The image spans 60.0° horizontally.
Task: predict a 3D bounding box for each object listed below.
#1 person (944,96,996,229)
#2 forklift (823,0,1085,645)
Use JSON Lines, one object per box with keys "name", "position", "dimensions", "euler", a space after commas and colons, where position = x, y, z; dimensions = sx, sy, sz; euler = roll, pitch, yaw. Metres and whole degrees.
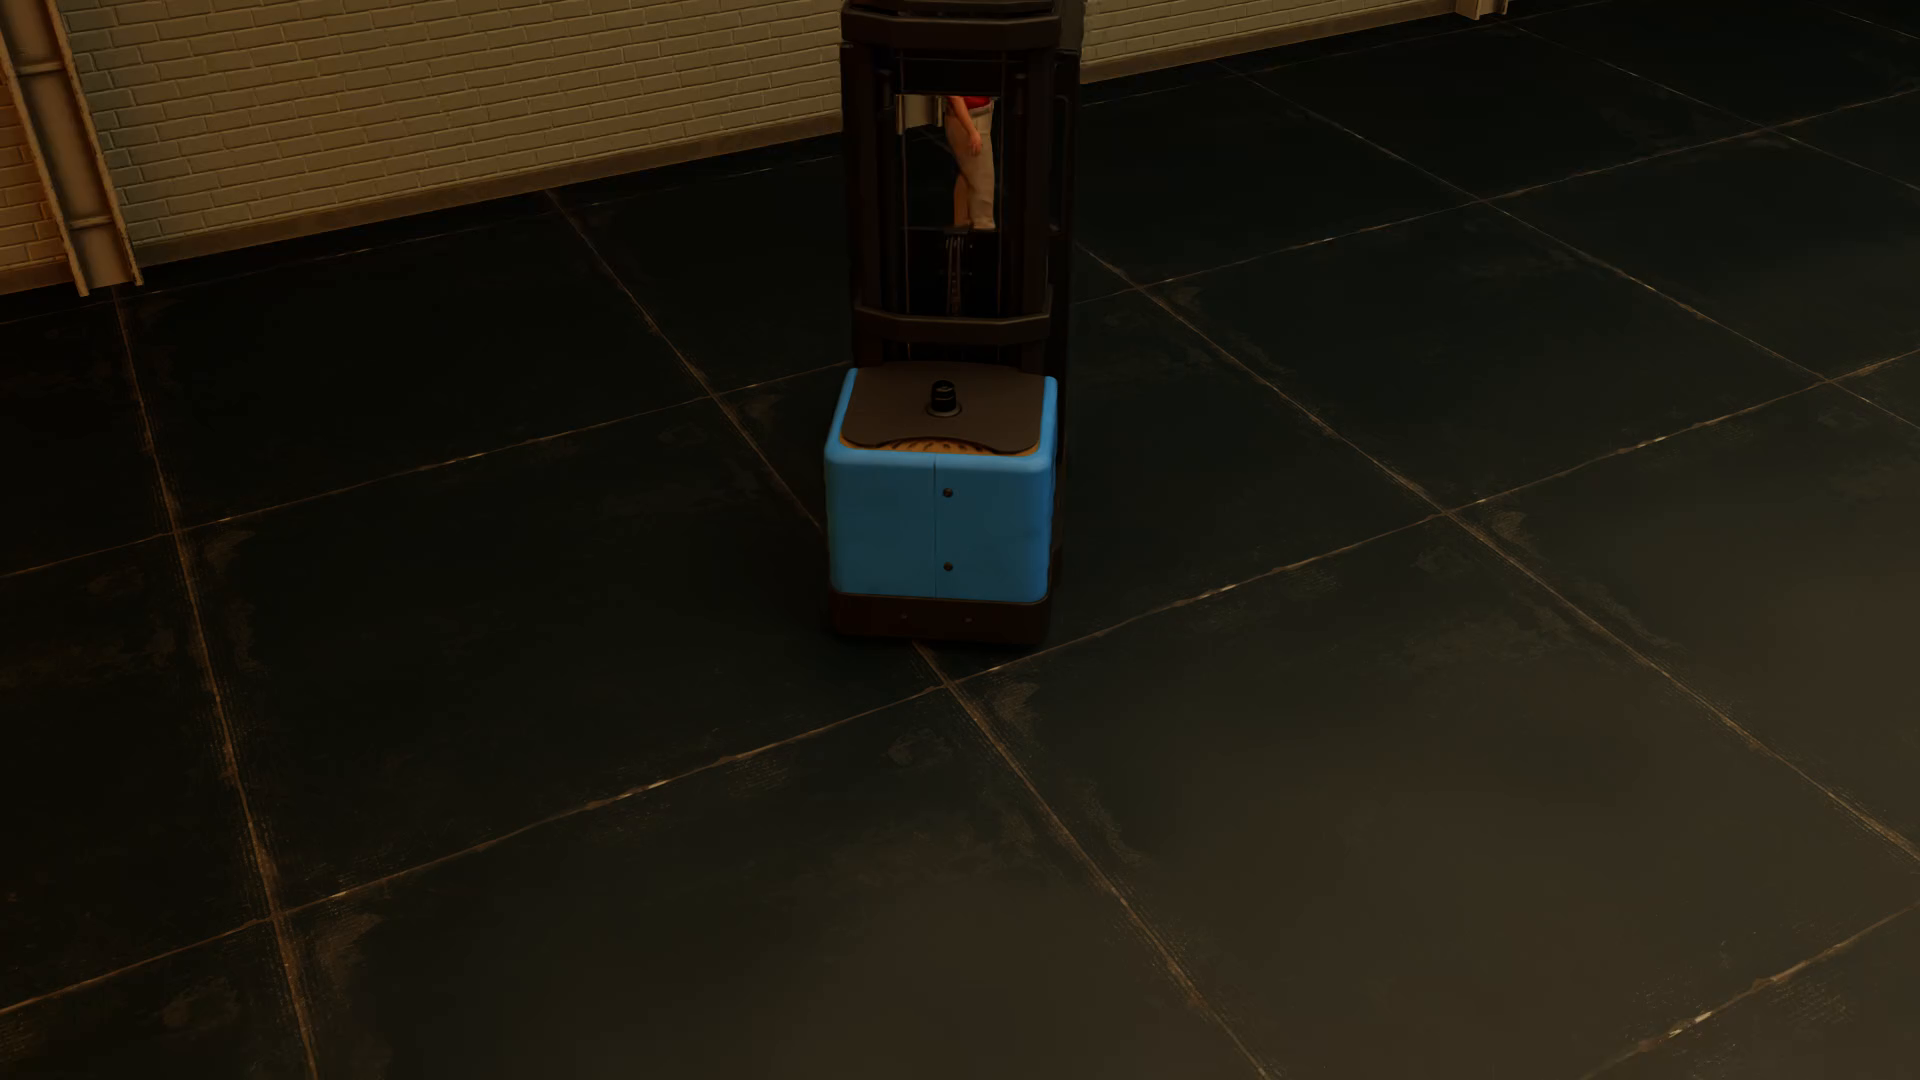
{"name": "person", "position": [0.151, -2.764, 11.072], "dimensions": [0.544, 1.731, 0.677], "euler": [-2, 35, -2]}
{"name": "forklift", "position": [0.022, -1.536, 8.296], "dimensions": [1.130, 2.935, 3.031], "euler": [3, 35, 4]}
